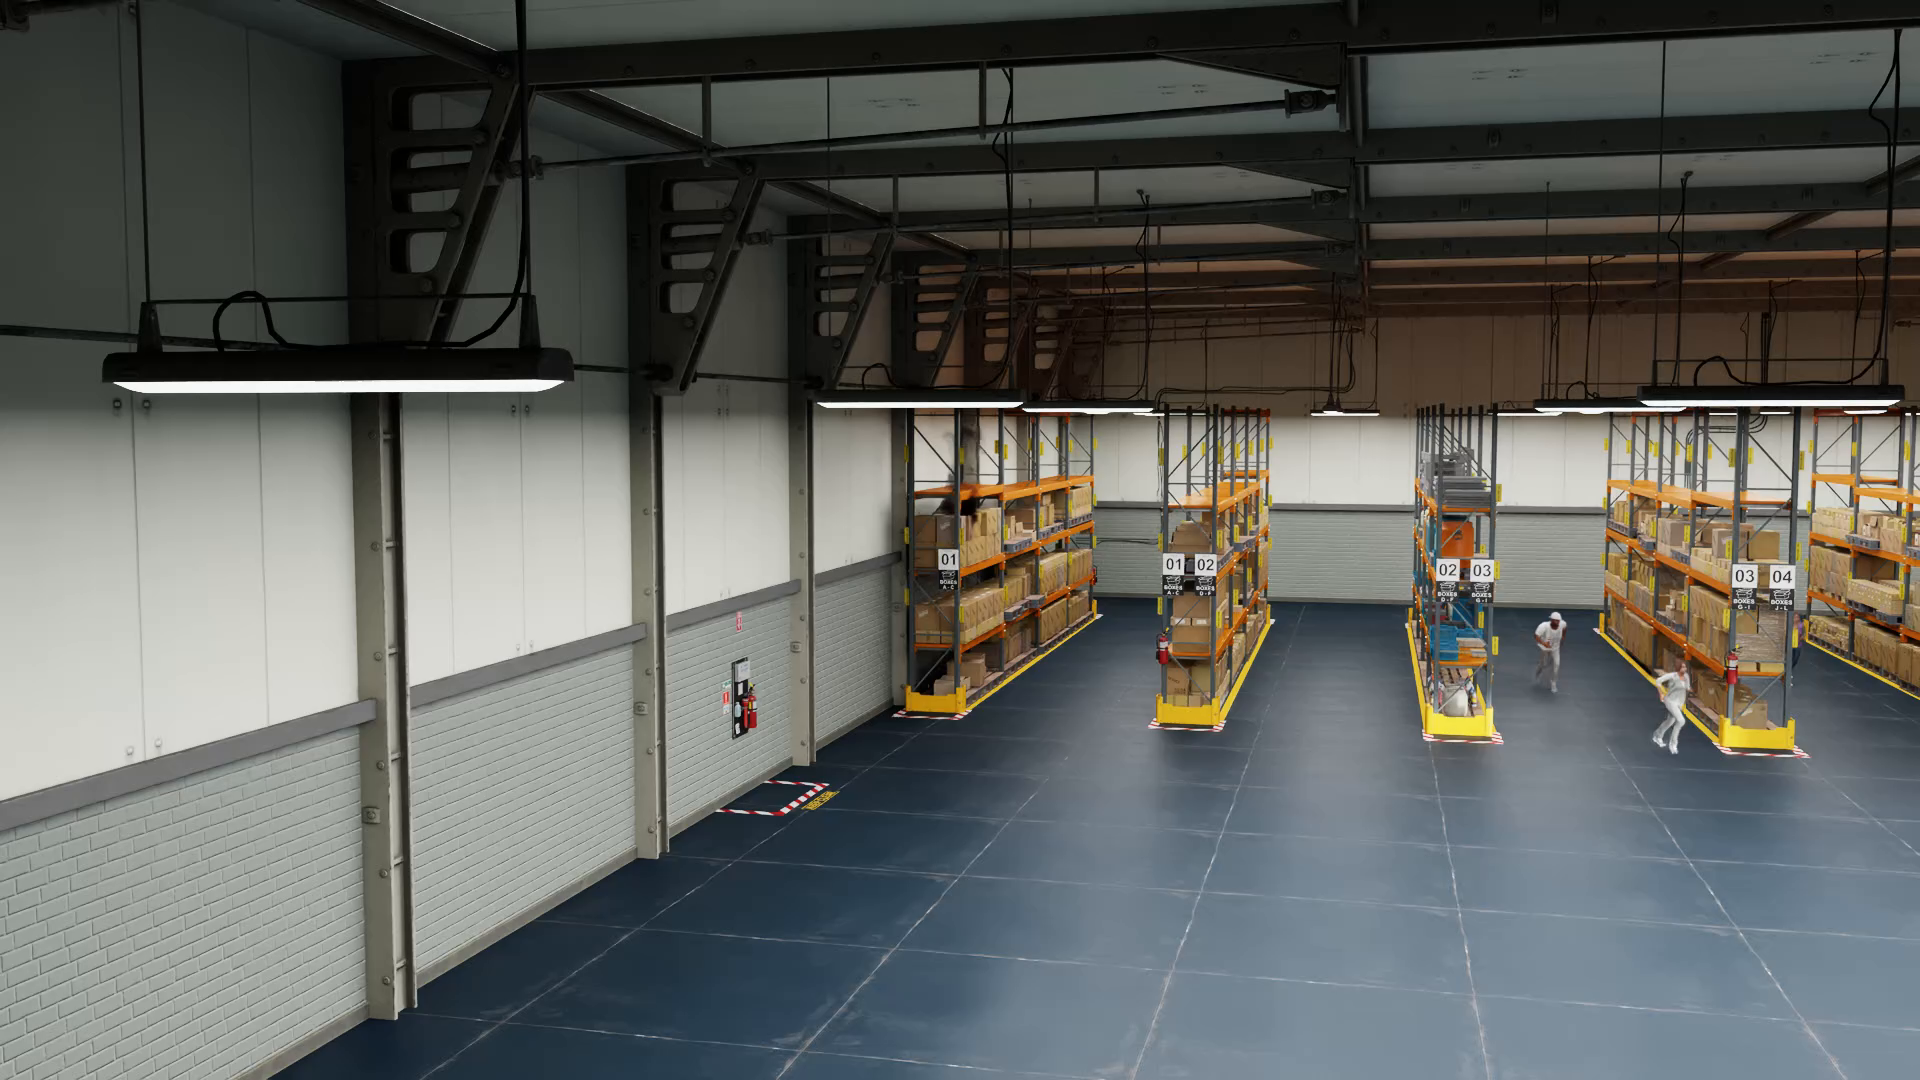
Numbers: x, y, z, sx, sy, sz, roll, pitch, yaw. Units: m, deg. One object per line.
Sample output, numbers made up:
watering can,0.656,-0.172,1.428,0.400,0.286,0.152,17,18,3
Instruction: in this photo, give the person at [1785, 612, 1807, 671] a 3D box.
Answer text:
person,18.063,2.317,36.054,0.504,1.541,0.659,1,4,9

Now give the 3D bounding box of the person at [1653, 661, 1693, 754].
person,12.272,2.861,28.615,0.524,1.630,0.781,-2,5,-26

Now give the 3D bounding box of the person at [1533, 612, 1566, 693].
person,12.459,2.339,35.236,0.744,1.711,1.057,-1,4,-7
